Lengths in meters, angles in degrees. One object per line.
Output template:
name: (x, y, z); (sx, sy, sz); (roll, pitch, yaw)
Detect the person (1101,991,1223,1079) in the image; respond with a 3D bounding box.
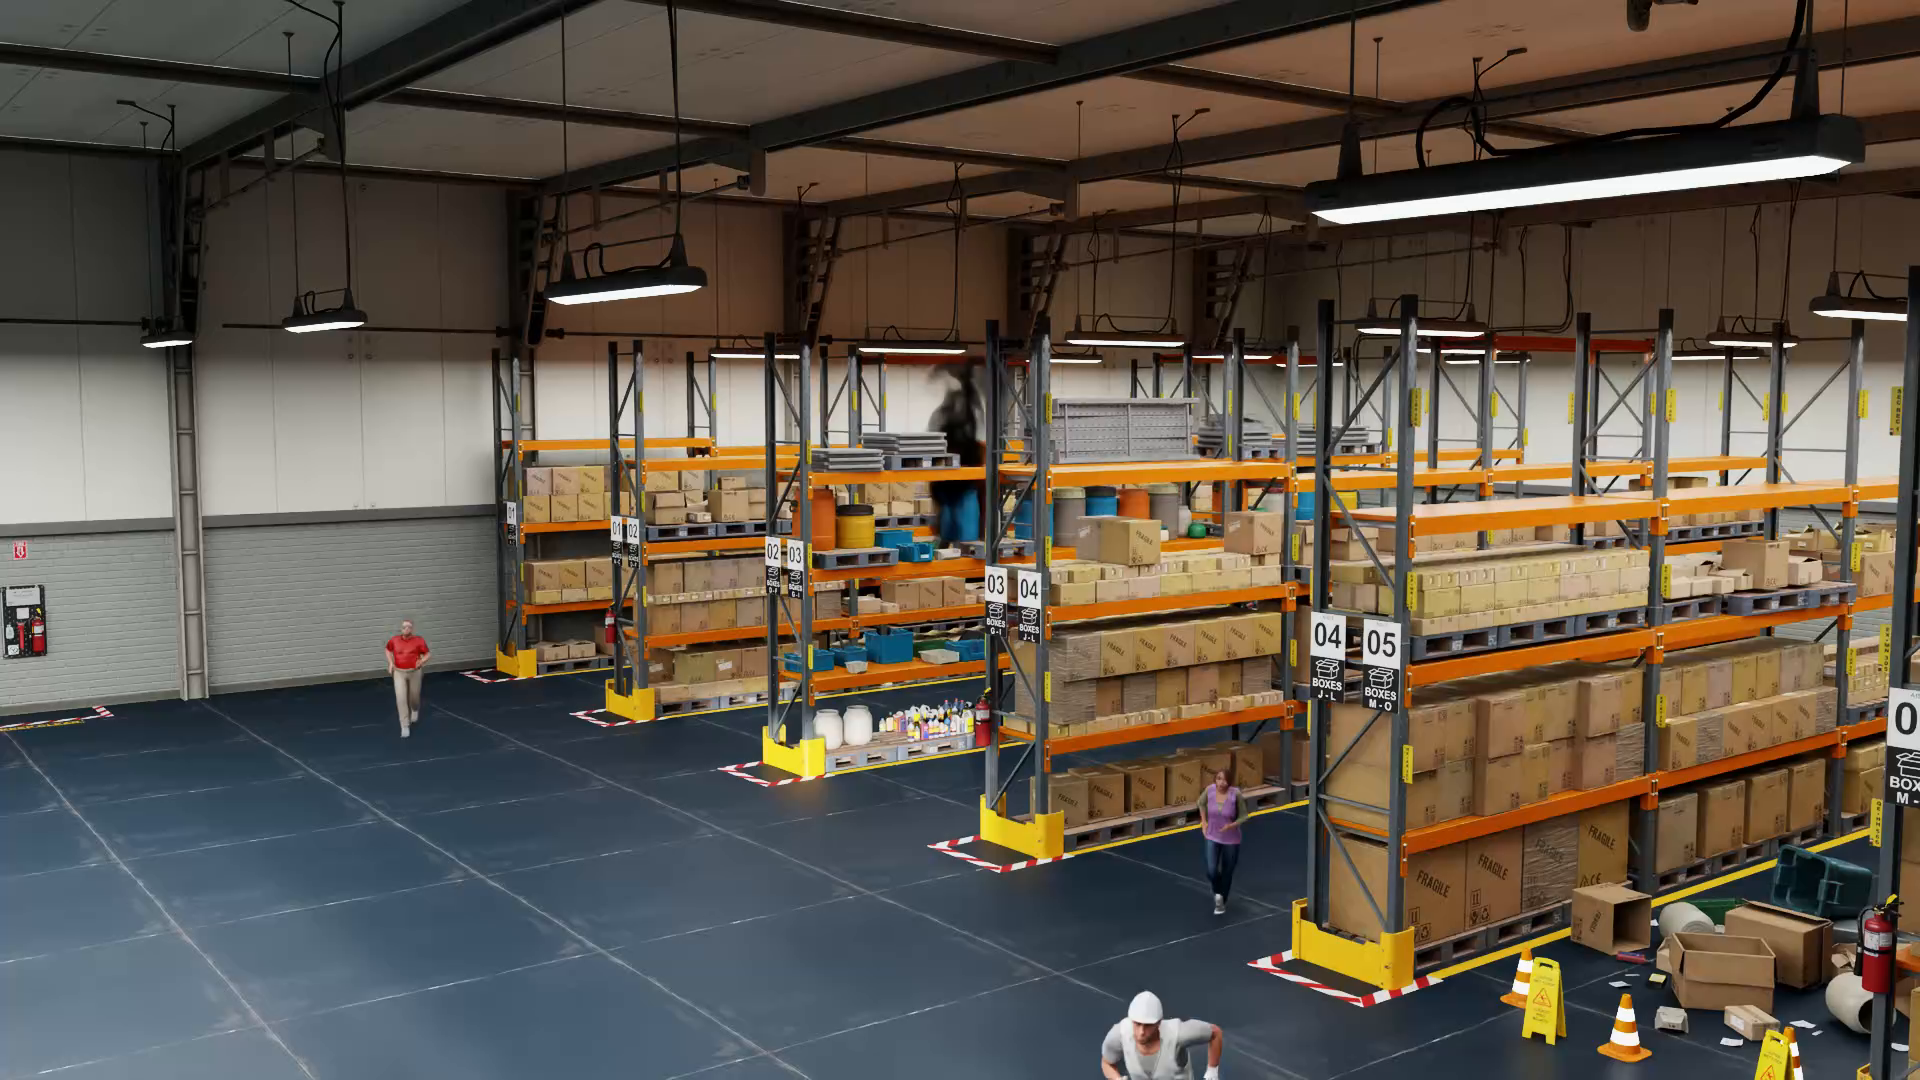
person: (1.237, 3.471, 10.084); (0.707, 1.722, 1.028); (2, 5, 22)

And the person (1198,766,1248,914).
person: (2.569, 2.954, 16.303); (0.503, 1.540, 0.659); (1, 5, 13)

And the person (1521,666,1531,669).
person: (7.400, 2.459, 21.612); (0.702, 1.698, 0.627); (-5, 7, -44)

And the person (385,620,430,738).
person: (-8.434, 2.083, 25.403); (0.664, 1.738, 0.956); (-1, 5, -15)
